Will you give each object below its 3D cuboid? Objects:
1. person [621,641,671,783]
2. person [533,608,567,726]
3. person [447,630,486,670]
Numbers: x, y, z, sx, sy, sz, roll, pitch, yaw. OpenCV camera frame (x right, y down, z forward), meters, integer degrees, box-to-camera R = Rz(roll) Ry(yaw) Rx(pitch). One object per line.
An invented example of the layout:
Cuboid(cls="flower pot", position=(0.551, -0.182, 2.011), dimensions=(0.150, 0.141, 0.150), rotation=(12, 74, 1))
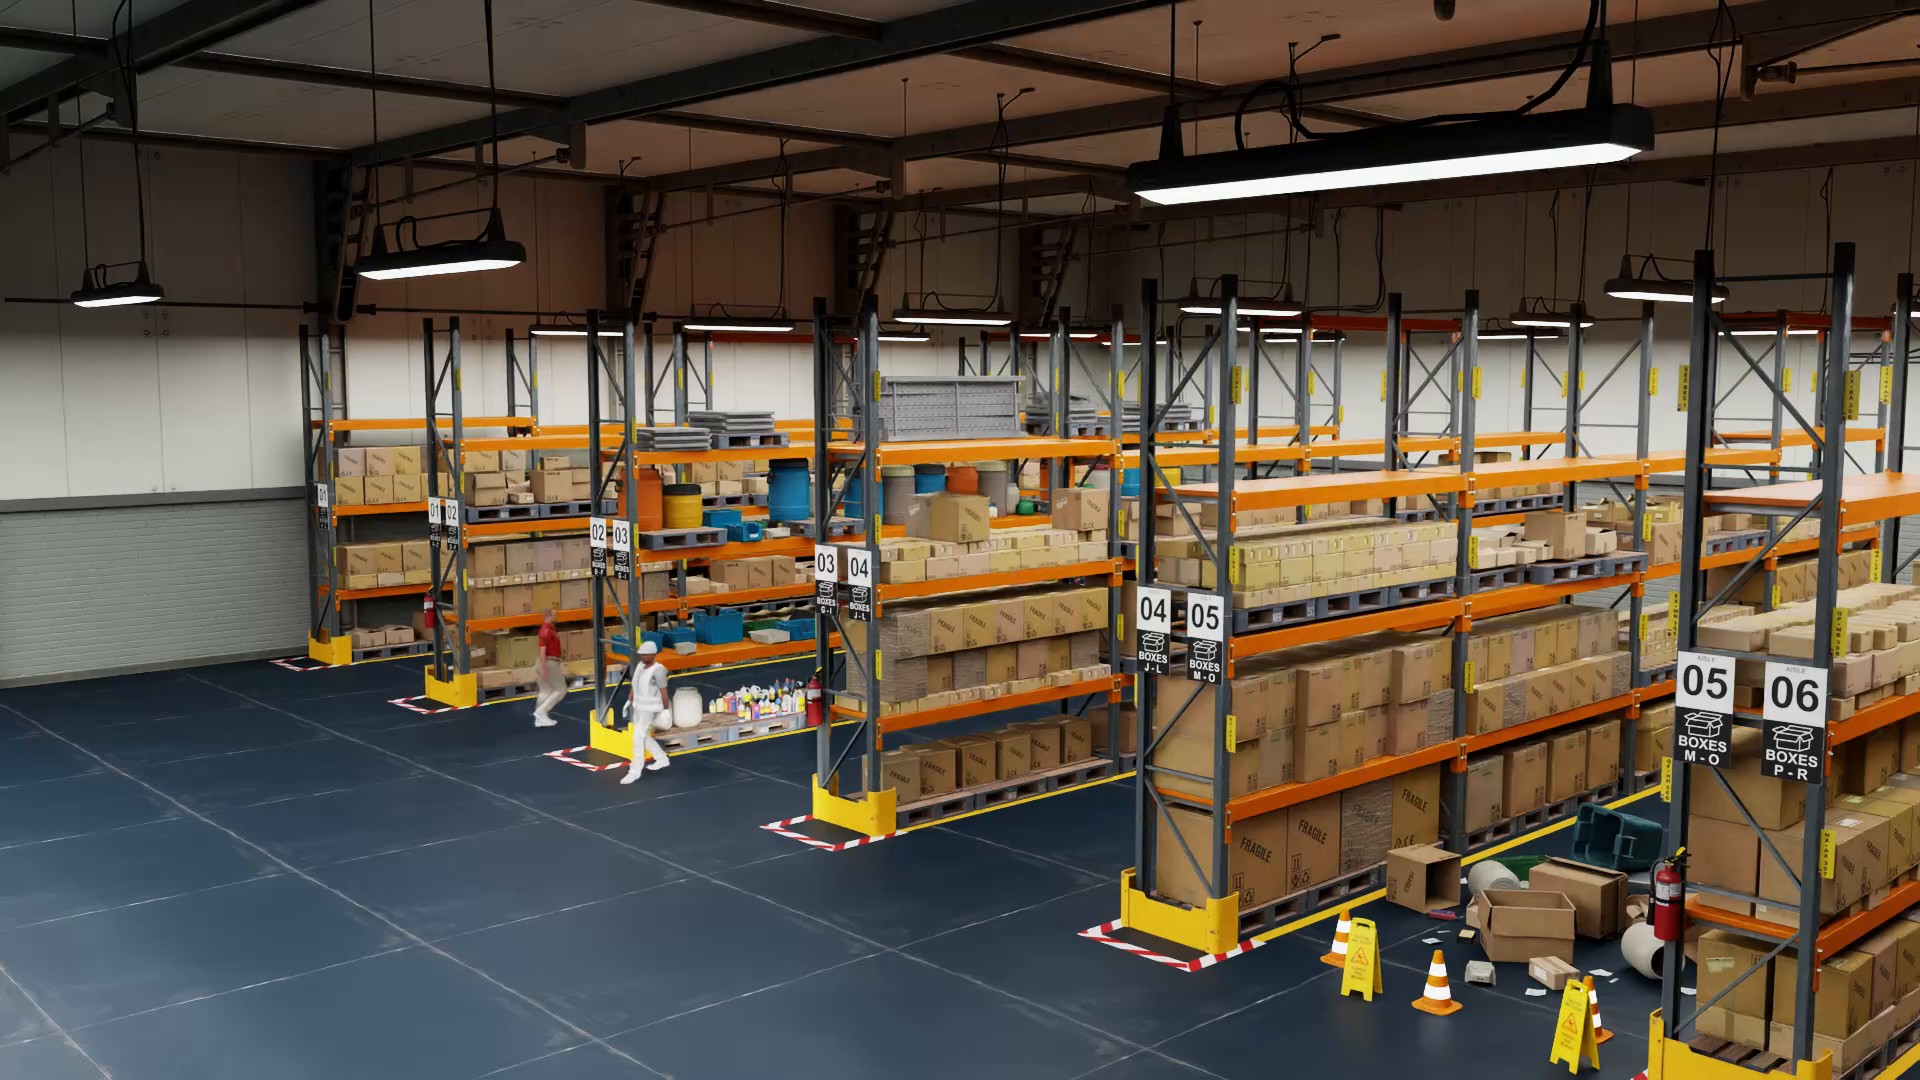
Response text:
Cuboid(cls="person", position=(-4.004, 2.167, 21.169), dimensions=(0.773, 1.779, 0.650), rotation=(-6, 8, -44))
Cuboid(cls="person", position=(-6.040, 1.859, 24.241), dimensions=(0.493, 1.714, 0.598), rotation=(-4, 7, -33))
Cuboid(cls="person", position=(-8.498, 1.421, 28.927), dimensions=(0.510, 1.603, 1.106), rotation=(2, 6, 19))
